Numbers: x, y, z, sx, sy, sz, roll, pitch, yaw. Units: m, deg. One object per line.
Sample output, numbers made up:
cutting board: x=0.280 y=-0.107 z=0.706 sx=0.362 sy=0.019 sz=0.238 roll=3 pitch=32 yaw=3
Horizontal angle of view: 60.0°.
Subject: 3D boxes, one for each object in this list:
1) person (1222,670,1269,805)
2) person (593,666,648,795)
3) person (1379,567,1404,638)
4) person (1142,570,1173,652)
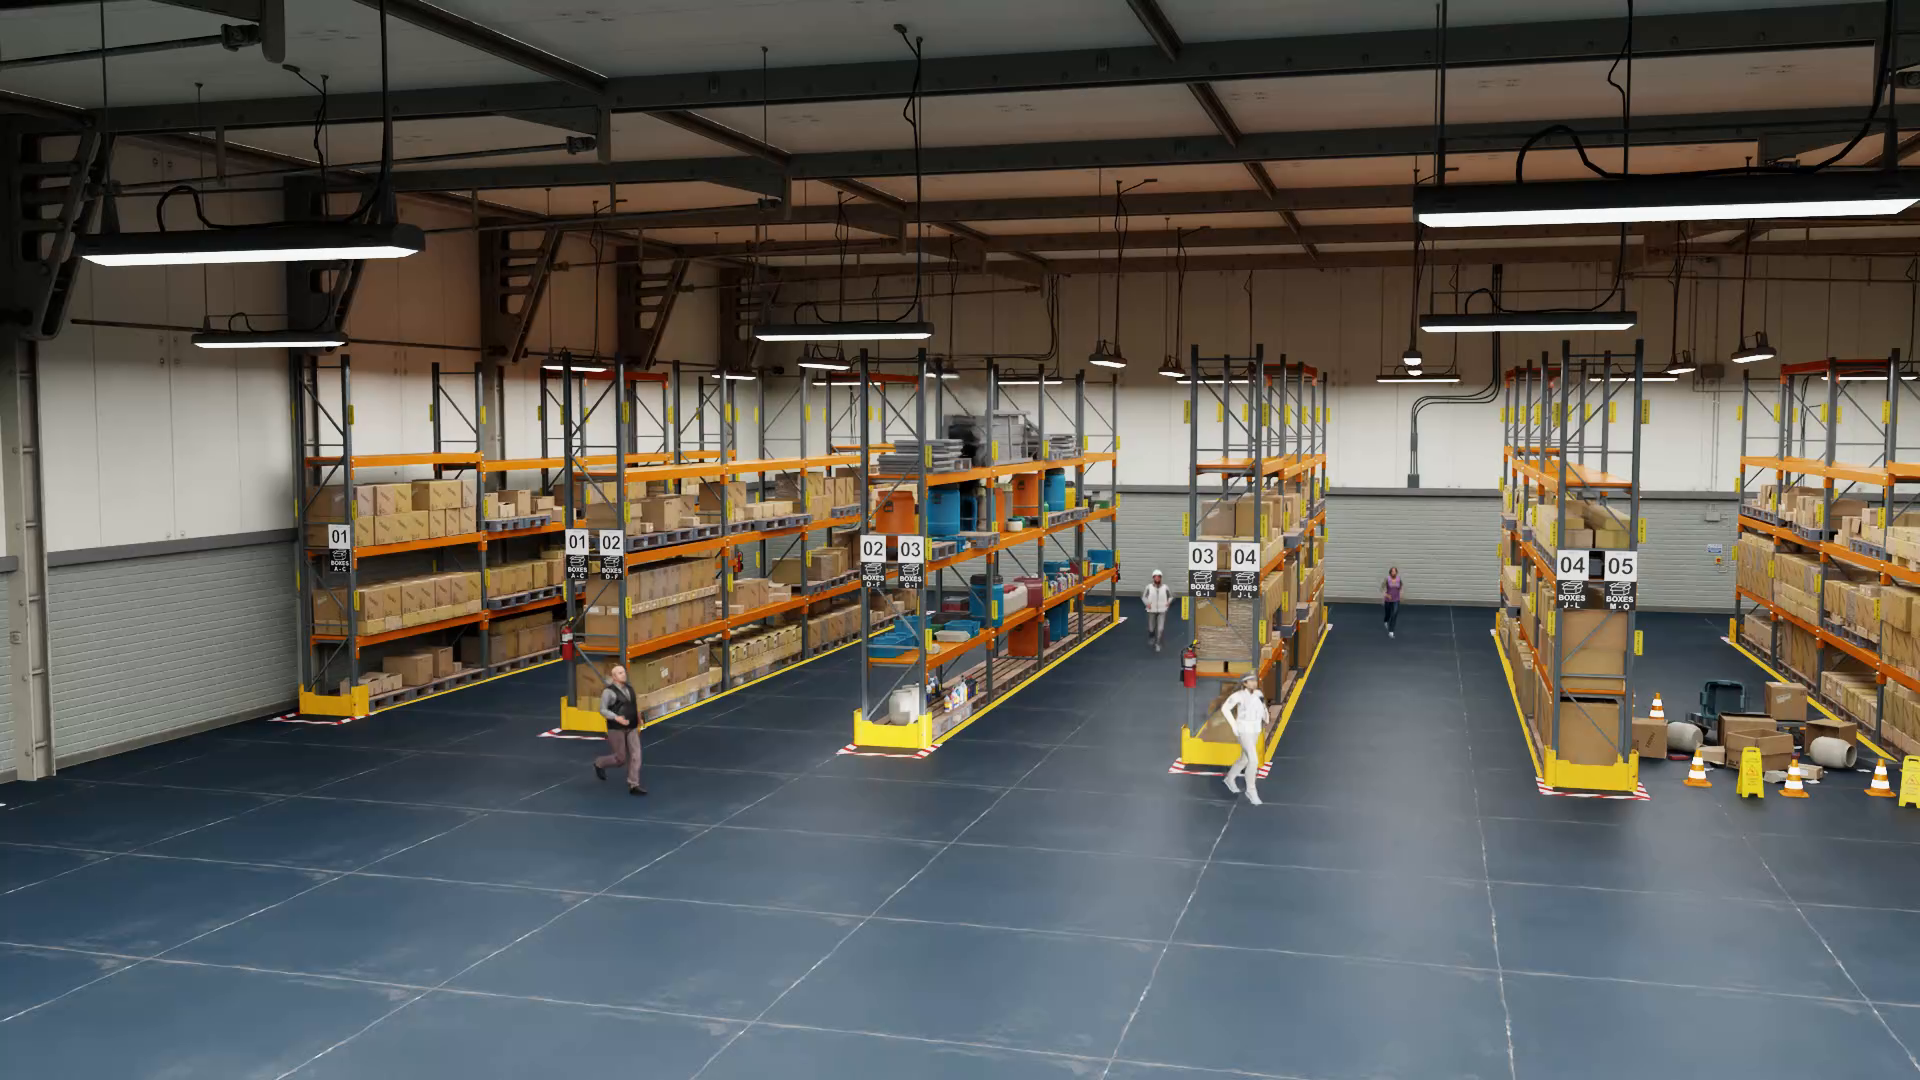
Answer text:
person: x=3.732 y=2.539 z=21.654 sx=0.598 sy=1.753 sz=0.717 roll=-3 pitch=5 yaw=-35
person: x=-4.475 y=2.512 z=22.064 sx=0.896 sy=1.691 sz=0.677 roll=3 pitch=5 yaw=37
person: x=9.793 y=1.393 z=37.737 sx=0.566 sy=1.585 sz=0.866 roll=0 pitch=4 yaw=2
person: x=4.190 y=1.499 z=35.251 sx=0.661 sy=1.723 sz=0.625 roll=0 pitch=4 yaw=6
